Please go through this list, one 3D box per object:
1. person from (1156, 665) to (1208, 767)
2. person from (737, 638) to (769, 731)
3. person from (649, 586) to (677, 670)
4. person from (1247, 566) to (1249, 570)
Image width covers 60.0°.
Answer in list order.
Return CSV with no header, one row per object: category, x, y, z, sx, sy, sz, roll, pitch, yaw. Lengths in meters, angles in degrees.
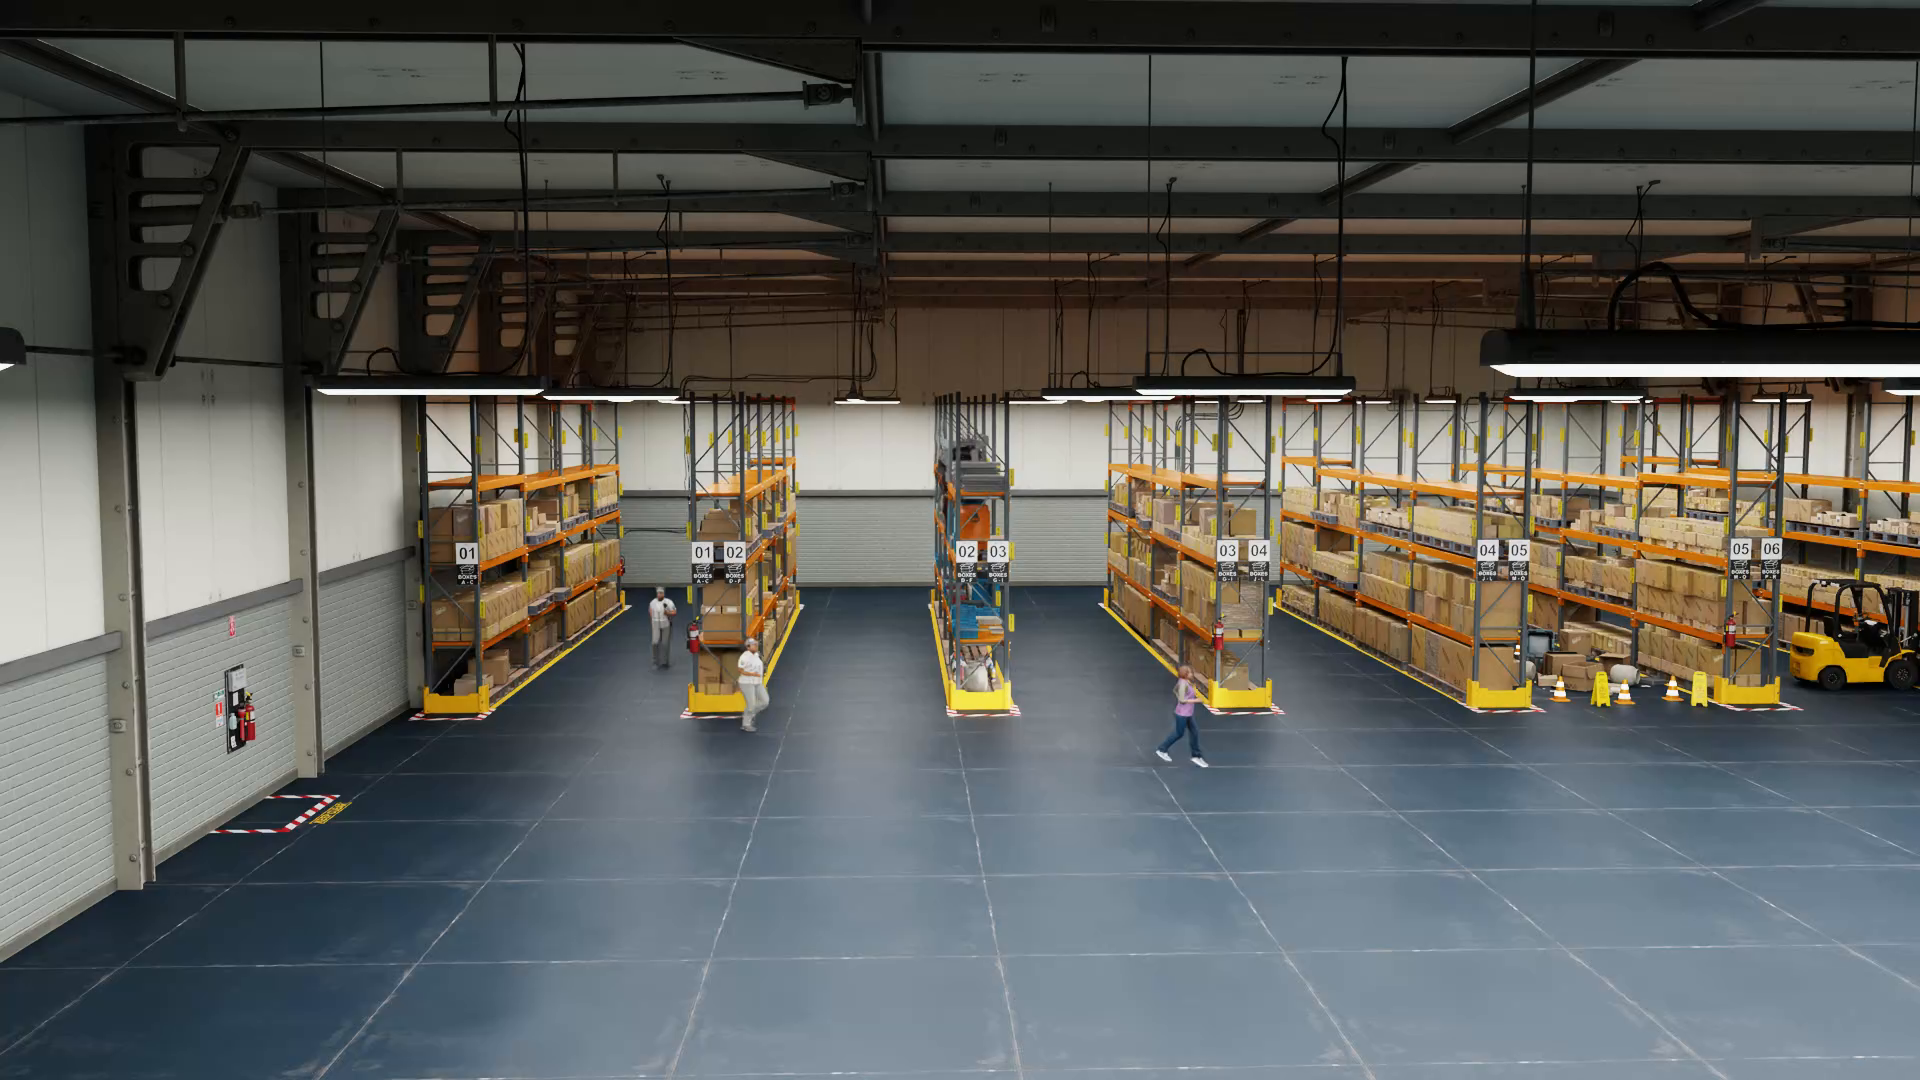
person,3.536,2.798,26.444,0.821,1.629,0.530,2,5,21
person,-3.650,2.558,29.436,0.534,1.642,0.626,3,5,30
person,-6.536,1.936,36.519,0.641,1.850,0.782,0,5,-1
person,7.864,1.352,44.771,0.551,1.568,0.634,0,5,3
